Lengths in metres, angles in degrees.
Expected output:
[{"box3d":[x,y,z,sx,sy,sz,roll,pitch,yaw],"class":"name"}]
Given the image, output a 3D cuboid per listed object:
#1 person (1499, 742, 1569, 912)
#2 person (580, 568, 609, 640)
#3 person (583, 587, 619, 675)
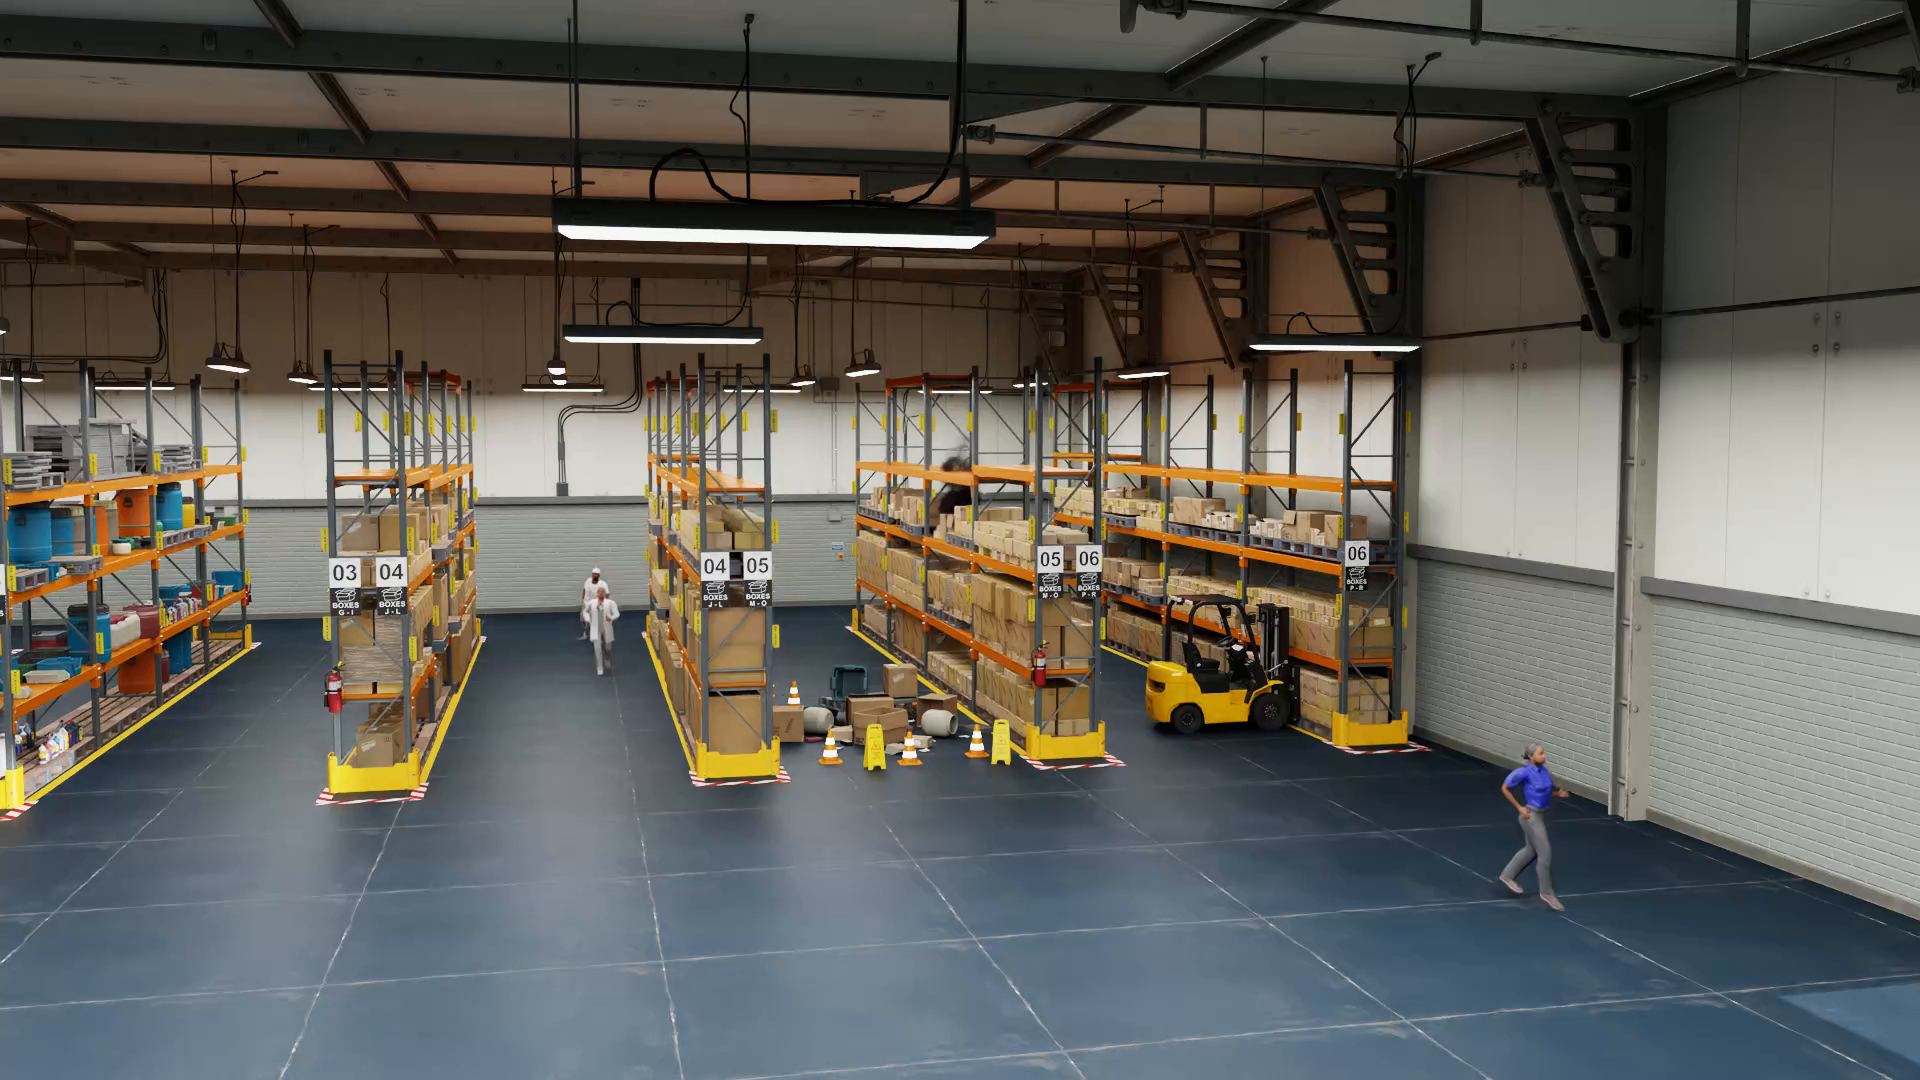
[{"box3d":[5.992,2.956,17.376,0.781,1.700,0.567,4,6,44],"class":"person"},{"box3d":[-8.483,1.478,38.638,0.742,1.674,0.597,1,4,19],"class":"person"},{"box3d":[-7.201,1.911,33.377,0.720,1.538,0.916,-1,4,-10],"class":"person"}]
